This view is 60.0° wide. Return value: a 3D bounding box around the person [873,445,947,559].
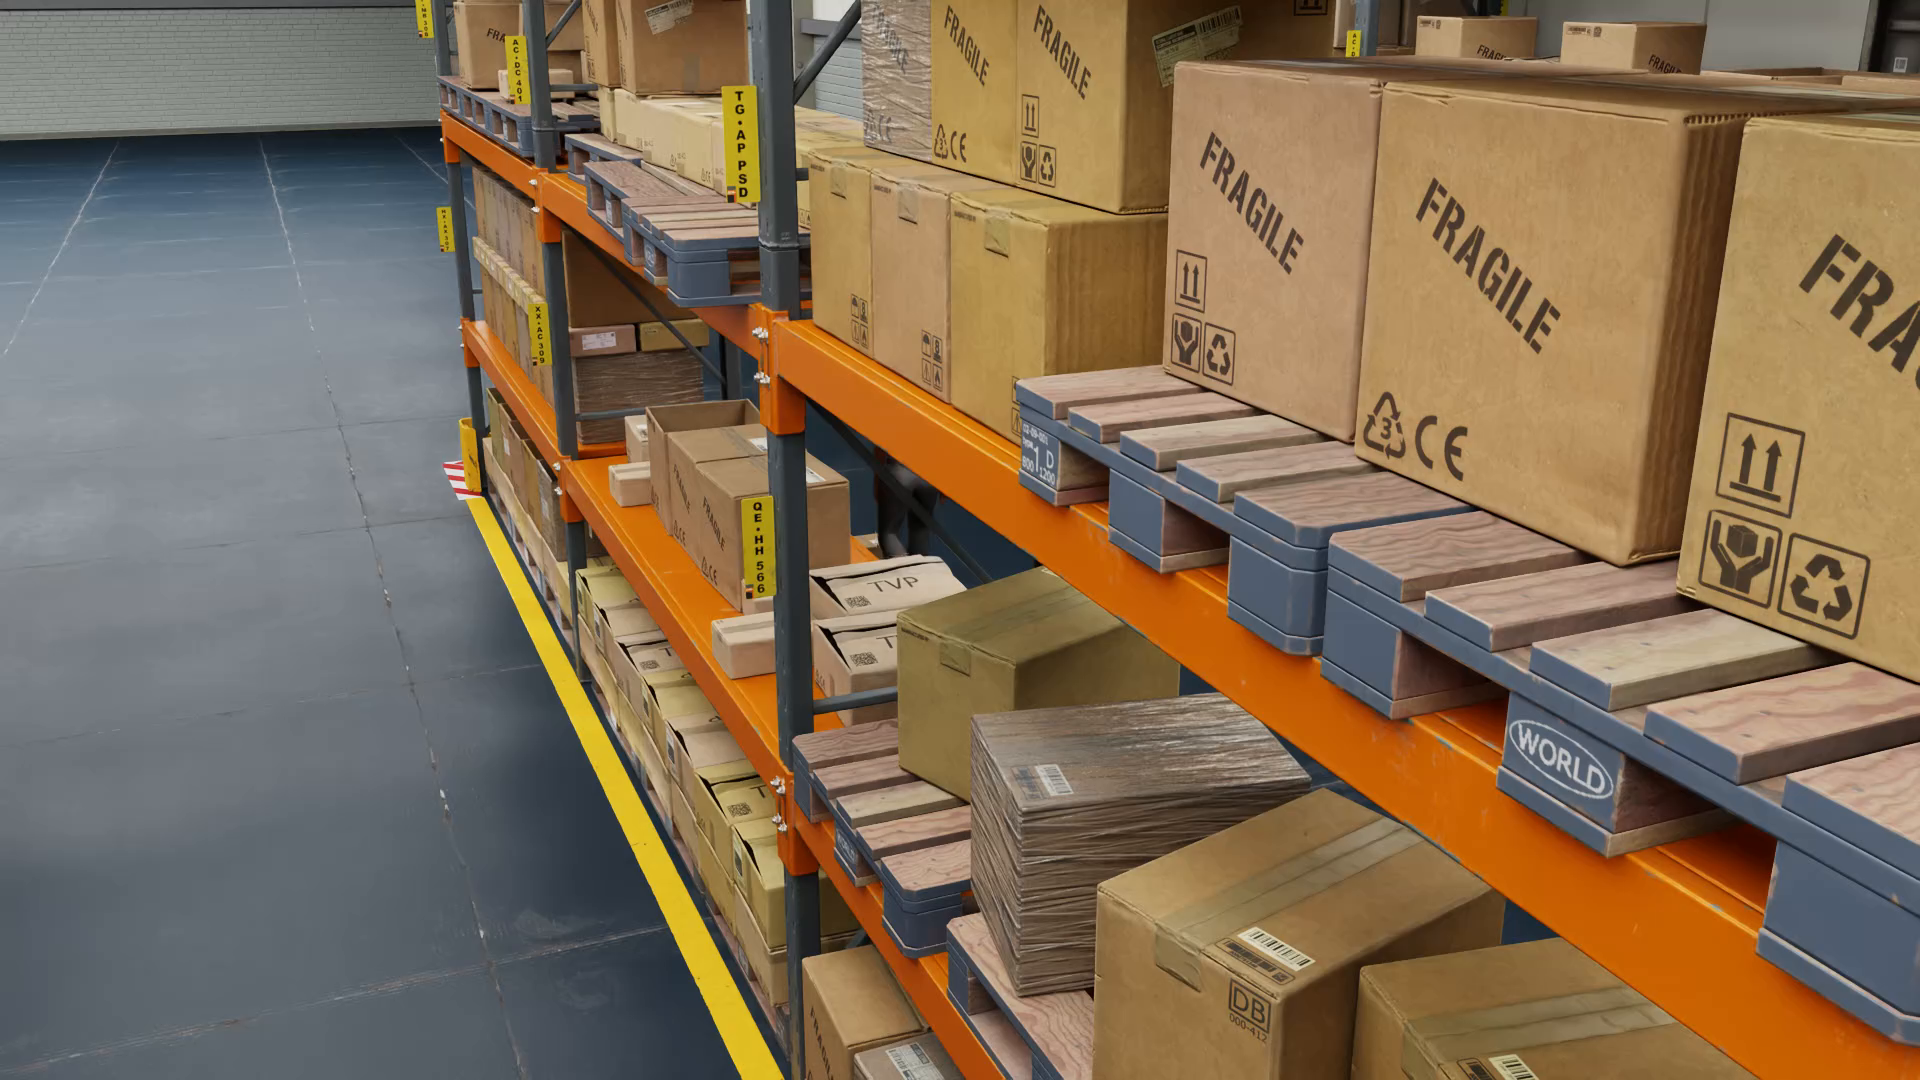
[{"bbox_3d":[-0.308,-0.378,10.137,0.463,1.624,0.781,-6,20,-17],"label":"person"}]
